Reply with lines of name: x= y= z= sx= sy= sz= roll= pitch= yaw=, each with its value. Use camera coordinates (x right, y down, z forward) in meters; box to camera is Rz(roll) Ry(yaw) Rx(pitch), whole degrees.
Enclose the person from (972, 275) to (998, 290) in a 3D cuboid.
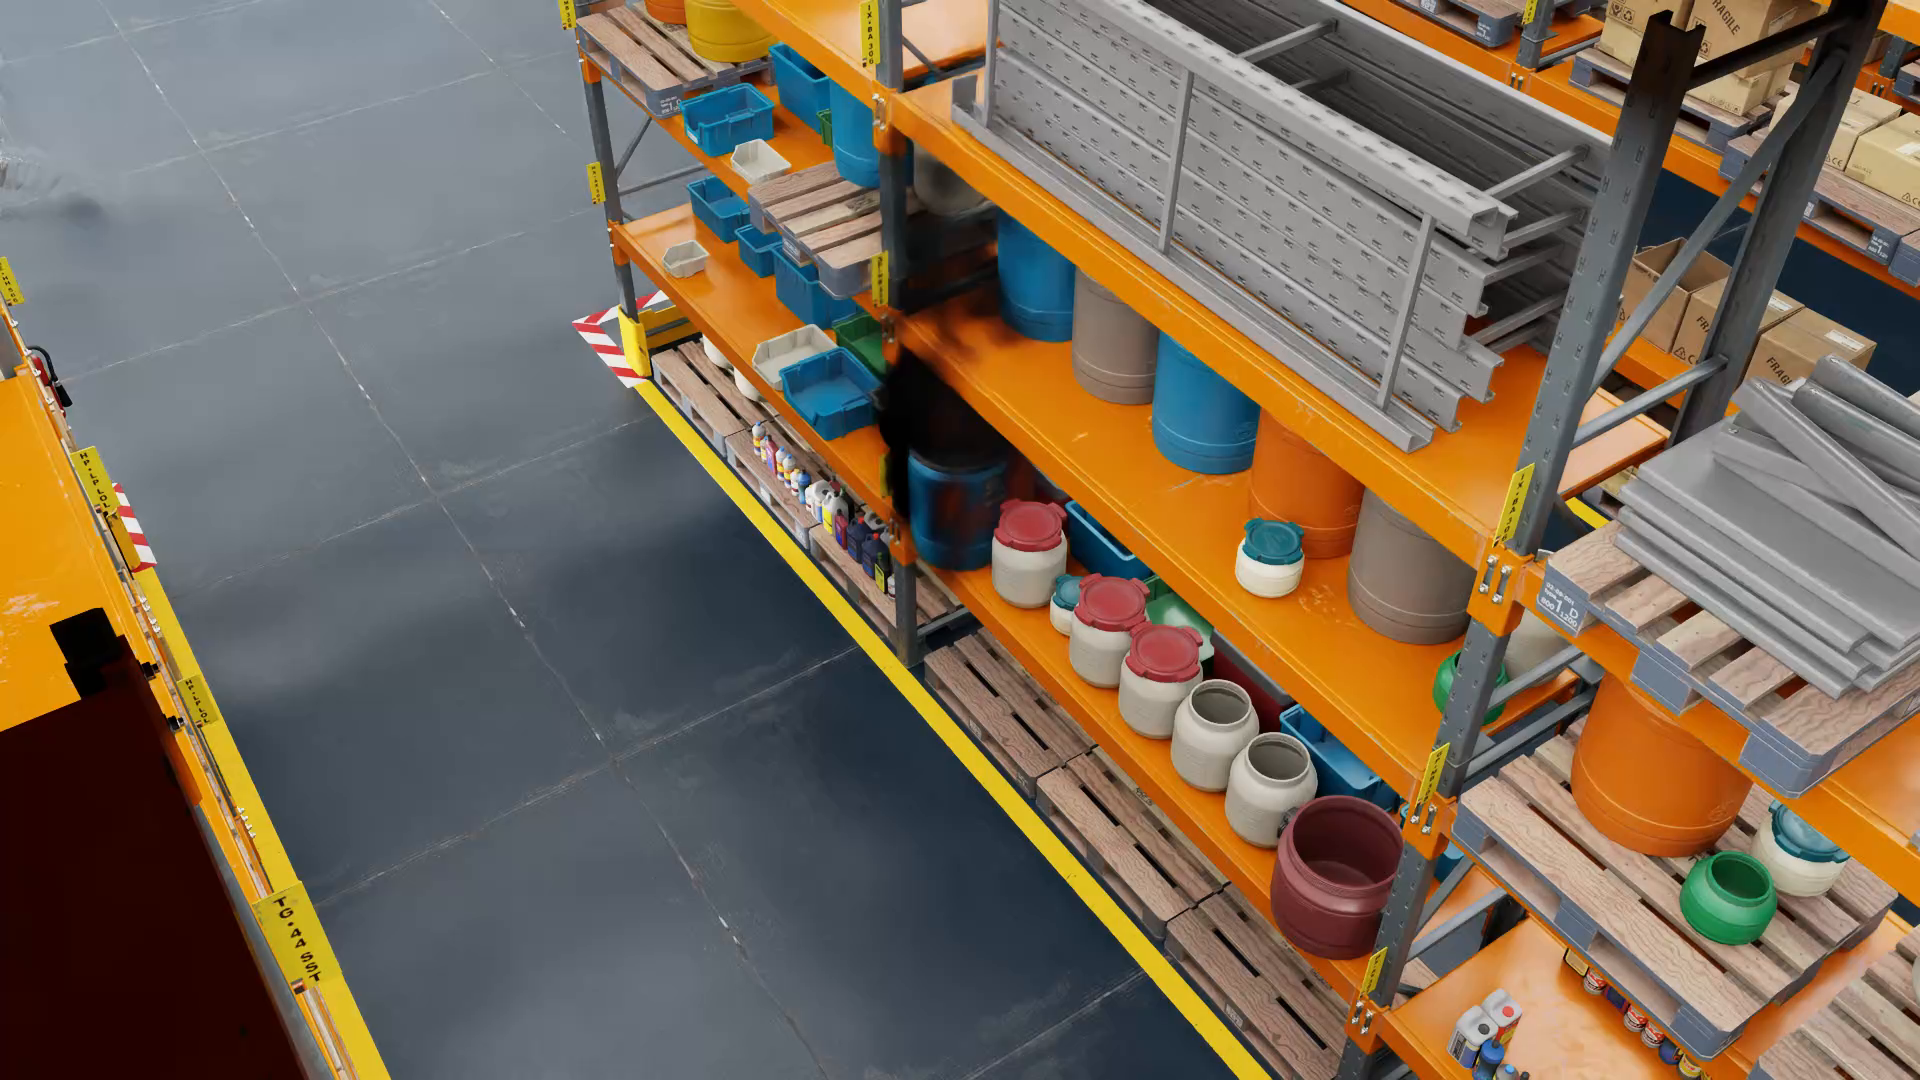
person: x=0.216 y=-1.923 z=12.150 sx=0.642 sy=1.869 sz=0.724 roll=-26 pitch=49 yaw=-26
